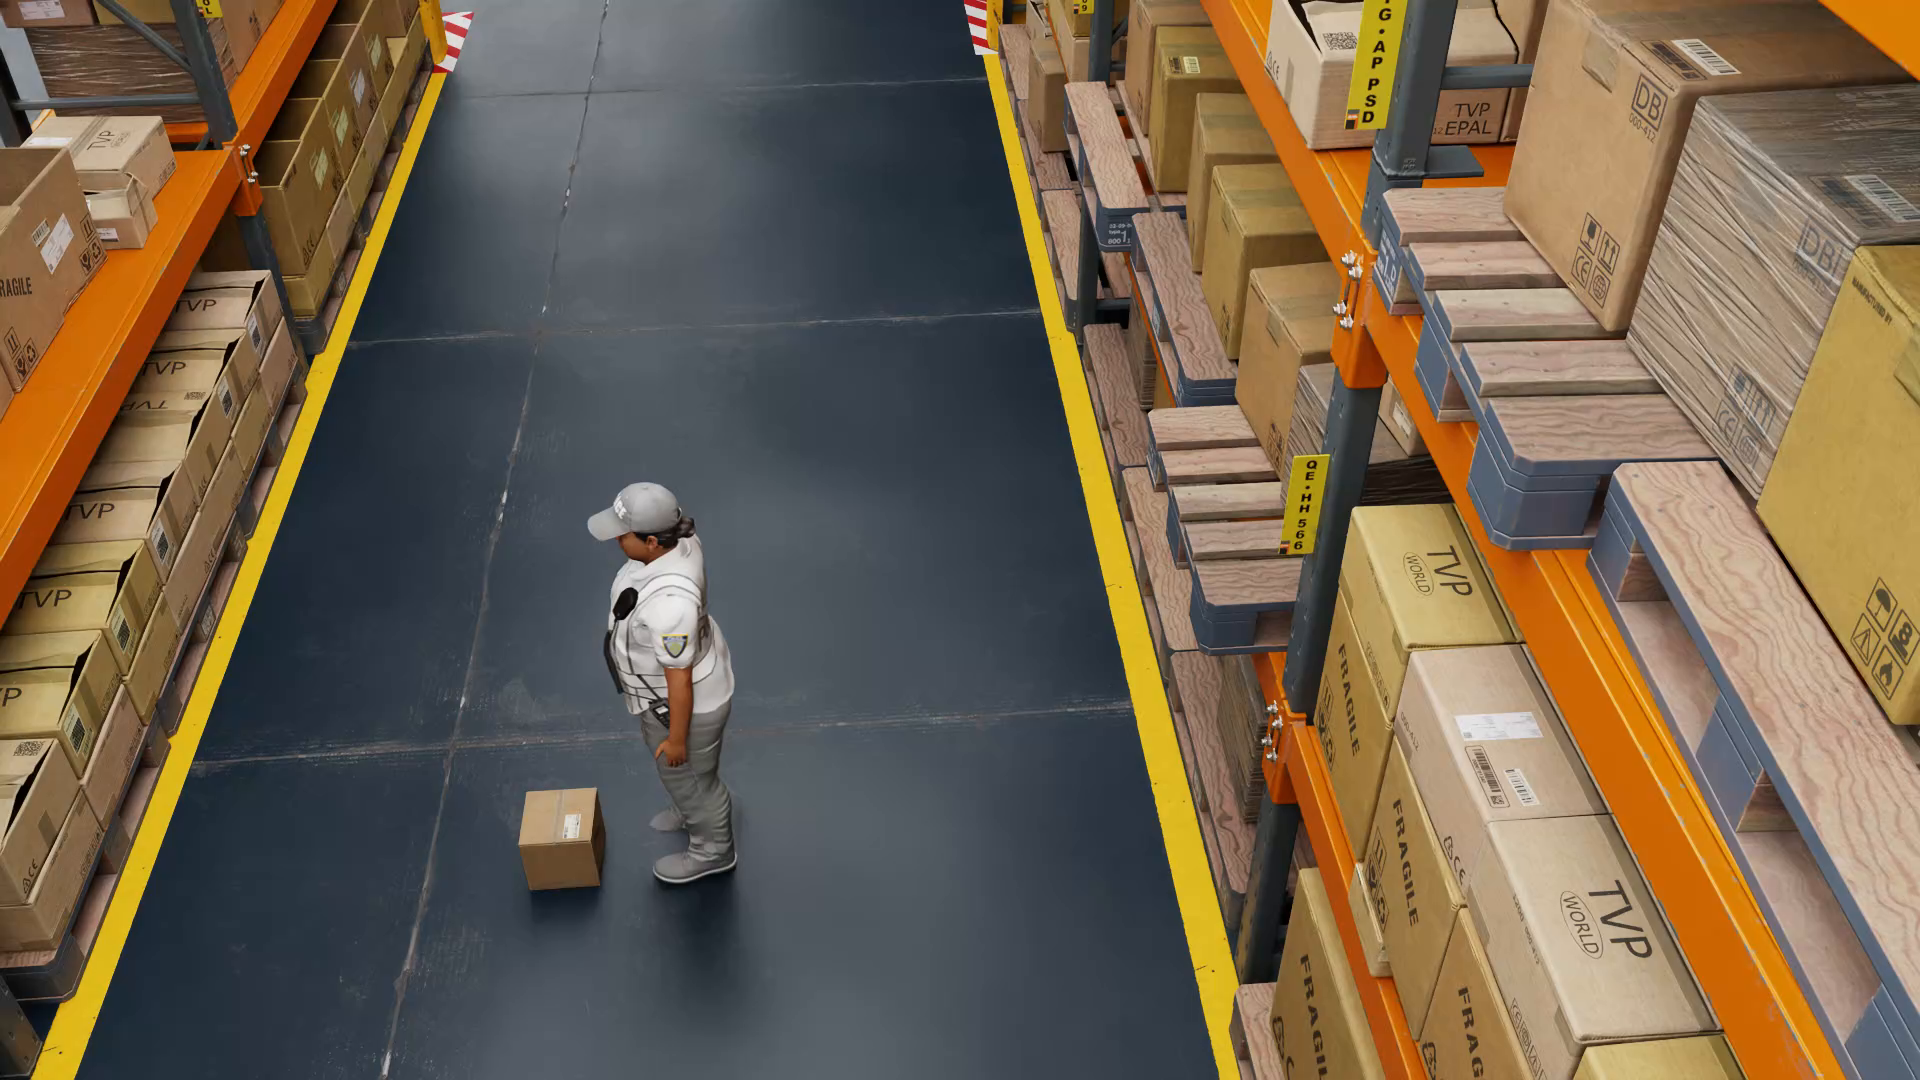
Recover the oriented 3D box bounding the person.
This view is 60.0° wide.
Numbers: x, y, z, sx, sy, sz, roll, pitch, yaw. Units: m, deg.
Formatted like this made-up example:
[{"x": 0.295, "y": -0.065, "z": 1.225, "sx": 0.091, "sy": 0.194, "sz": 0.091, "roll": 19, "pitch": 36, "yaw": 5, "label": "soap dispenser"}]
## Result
[{"x": -0.945, "y": 0.517, "z": 5.551, "sx": 0.392, "sy": 1.714, "sz": 0.520, "roll": -6, "pitch": 40, "yaw": -8, "label": "person"}]
